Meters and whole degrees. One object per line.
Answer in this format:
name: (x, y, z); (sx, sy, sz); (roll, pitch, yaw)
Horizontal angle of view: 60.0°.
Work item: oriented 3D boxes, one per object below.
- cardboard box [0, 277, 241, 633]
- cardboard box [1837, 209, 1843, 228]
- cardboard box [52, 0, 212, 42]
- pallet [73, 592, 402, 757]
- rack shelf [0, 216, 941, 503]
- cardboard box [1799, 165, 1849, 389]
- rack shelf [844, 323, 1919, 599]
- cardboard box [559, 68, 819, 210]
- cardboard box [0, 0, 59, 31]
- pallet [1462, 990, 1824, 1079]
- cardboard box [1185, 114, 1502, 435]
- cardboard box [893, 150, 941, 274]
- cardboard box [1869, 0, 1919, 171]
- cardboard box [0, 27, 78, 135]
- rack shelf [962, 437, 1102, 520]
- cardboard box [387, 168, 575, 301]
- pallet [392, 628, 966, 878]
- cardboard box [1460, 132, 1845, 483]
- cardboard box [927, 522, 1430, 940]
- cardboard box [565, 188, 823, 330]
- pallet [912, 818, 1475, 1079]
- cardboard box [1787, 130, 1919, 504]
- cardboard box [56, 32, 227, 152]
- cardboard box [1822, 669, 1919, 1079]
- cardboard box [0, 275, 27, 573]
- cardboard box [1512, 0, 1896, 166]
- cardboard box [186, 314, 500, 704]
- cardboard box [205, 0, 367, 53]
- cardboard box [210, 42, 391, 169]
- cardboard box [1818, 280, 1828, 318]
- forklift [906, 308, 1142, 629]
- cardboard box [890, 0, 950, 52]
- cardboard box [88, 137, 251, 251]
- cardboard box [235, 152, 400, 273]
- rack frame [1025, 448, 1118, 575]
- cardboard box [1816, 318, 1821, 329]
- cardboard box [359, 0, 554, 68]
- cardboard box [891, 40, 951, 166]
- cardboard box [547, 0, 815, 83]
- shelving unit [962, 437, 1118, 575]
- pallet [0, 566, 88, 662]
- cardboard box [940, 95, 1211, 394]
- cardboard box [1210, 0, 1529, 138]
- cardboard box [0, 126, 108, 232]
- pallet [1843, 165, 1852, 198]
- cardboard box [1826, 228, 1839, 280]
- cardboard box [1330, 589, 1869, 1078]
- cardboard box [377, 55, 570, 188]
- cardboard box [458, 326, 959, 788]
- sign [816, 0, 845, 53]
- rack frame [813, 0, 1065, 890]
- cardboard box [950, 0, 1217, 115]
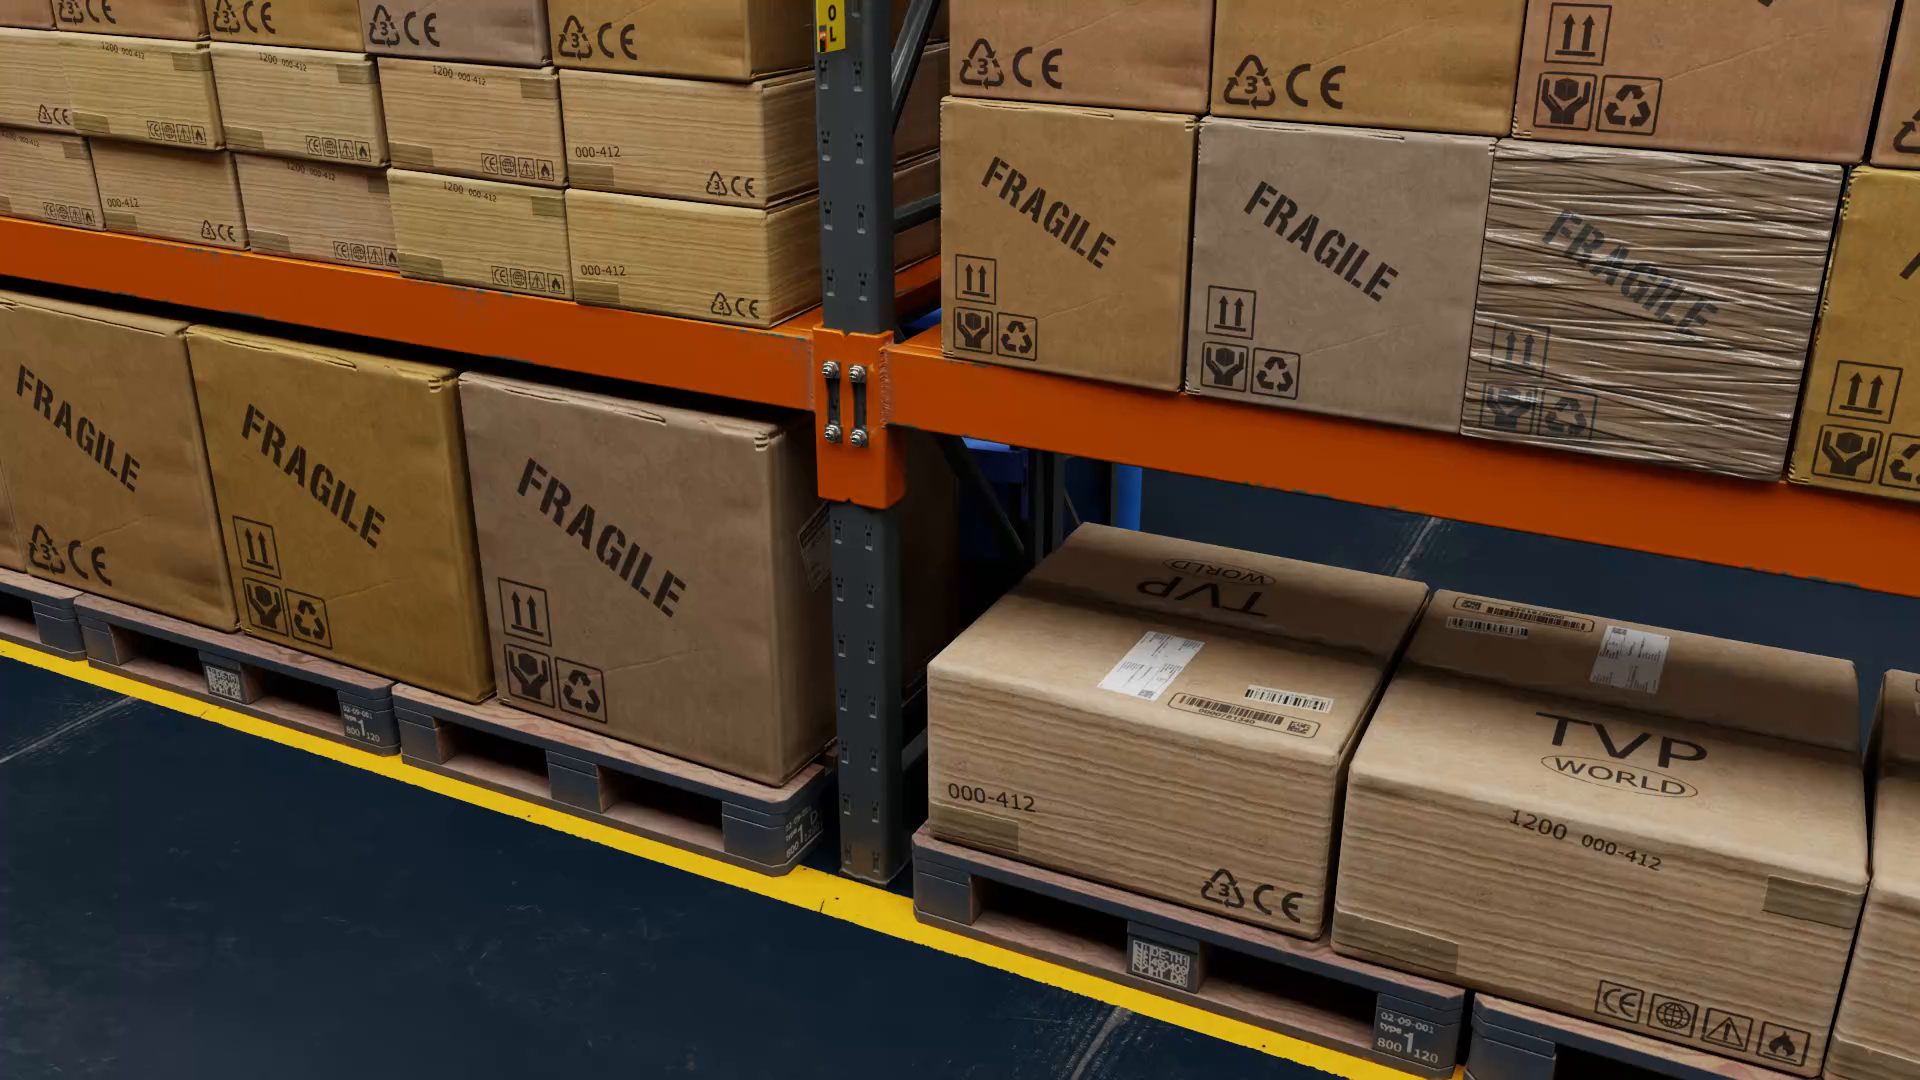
cardboard box: (-2.198, -0.368, 4.962); (0.875, 0.875, 0.875); (12, 26, 25)
cardboard box: (3.947, -1.400, 7.554); (0.250, 0.149, 0.380); (11, 26, 25)
cardboard box: (-1.890, -1.525, 4.098); (0.500, 0.500, 0.500); (12, 26, 25)
pallet: (-1.817, 0.202, 5.006); (1.213, 0.211, 1.003); (11, 25, 25)
rack shelf: (-1.786, -0.779, 4.667); (4.000, 0.370, 1.077); (11, 25, 25)
cardboard box: (1.445, -0.637, 3.288); (0.500, 0.500, 0.500); (11, 25, 24)
rack shelf: (1.784, -0.072, 3.006); (4.000, 0.370, 1.077); (11, 25, 25)
cardboard box: (-0.504, -0.910, 3.611); (0.500, 0.250, 0.500); (11, 25, 24)
cardboard box: (-2.339, -1.615, 4.310); (0.500, 0.500, 0.500); (12, 26, 26)
pallet: (1.735, 0.903, 3.356); (1.213, 0.211, 1.003); (11, 25, 25)
cardboard box: (0.747, -0.538, 3.054); (0.500, 0.500, 0.500); (11, 26, 25)
cardboard box: (-0.275, -0.857, 4.125); (0.500, 0.250, 0.500); (11, 25, 23)
cardboard box: (1.663, -0.818, 2.436); (0.500, 0.500, 0.500); (11, 25, 24)
cardboard box: (-2.330, -1.264, 4.442); (0.500, 0.250, 0.500); (11, 25, 24)
rack shelf: (-0.130, -0.247, 4.757); (1.000, 0.185, 0.538); (8, 14, 29)
cardboard box: (-0.969, -0.769, 3.917); (0.500, 0.250, 0.500); (11, 25, 24)
pallet: (-0.724, 0.417, 4.500); (1.213, 0.211, 1.003); (11, 25, 25)
cardboard box: (1.188, -0.448, 2.842); (0.500, 0.500, 0.500); (11, 26, 25)
cardboard box: (0.511, 0.378, 3.766); (0.875, 0.438, 0.875); (11, 25, 24)
cardboard box: (-0.515, -0.679, 3.705); (0.500, 0.250, 0.500); (11, 25, 23)
pallet: (0.642, 0.688, 3.862); (1.213, 0.211, 1.003); (11, 25, 25)
cardboard box: (1.647, -0.357, 2.628); (0.500, 0.500, 0.500); (12, 26, 26)
cardboard box: (-1.883, -1.170, 4.221); (0.500, 0.250, 0.500); (12, 26, 25)
cardboard box: (2.114, 0.695, 3.019); (0.875, 0.438, 0.875); (12, 26, 26)
cardboard box: (-2.992, -0.527, 5.335); (0.875, 0.875, 0.875); (11, 25, 24)
cardboard box: (1.215, -0.908, 2.647); (0.500, 0.500, 0.500); (12, 26, 26)
cardboard box: (-1.400, -0.210, 4.590); (0.875, 0.875, 0.875); (12, 26, 26)
cardboard box: (-1.422, -1.439, 3.895); (0.500, 0.500, 0.500); (12, 26, 26)
cardboard box: (-1.419, -1.085, 4.022); (0.500, 0.250, 0.500); (12, 26, 26)
cardboard box: (3.701, -1.077, 7.176); (0.250, 0.149, 0.380); (11, 26, 25)
forklift: (-0.016, -1.595, 5.756); (1.130, 2.935, 3.031); (-1, 23, -1)
cardboard box: (-0.264, -1.441, 3.899); (0.500, 0.500, 0.500); (12, 26, 25)
cardboard box: (-1.874, -0.954, 4.353); (0.500, 0.250, 0.500); (11, 25, 25)
cardboard box: (-1.411, -0.865, 4.142); (0.500, 0.250, 0.500); (10, 25, 23)
rack frame: (0.311, -0.364, 4.469); (0.032, 1.500, 0.500); (8, 14, 29)
cardboard box: (3.767, -0.973, 7.312); (0.250, 0.149, 0.380); (12, 26, 26)
cardboard box: (-0.978, -1.343, 3.669); (0.500, 0.500, 0.500); (12, 26, 26)
cardboard box: (-0.267, -1.094, 4.042); (0.500, 0.250, 0.500); (10, 25, 23)
cardboard box: (-0.513, -1.254, 3.460); (0.500, 0.500, 0.500); (12, 26, 26)
shelving unit: (-0.129, -0.423, 4.717); (1.048, 1.500, 0.538); (8, 14, 29)
pallet: (-2.901, -0.014, 5.513); (1.213, 0.211, 1.003); (11, 25, 25)
cardboard box: (0.300, -0.628, 3.266); (0.500, 0.500, 0.500); (12, 26, 26)
cardboard box: (0.762, -1.003, 2.869); (0.500, 0.500, 0.500); (11, 25, 24)
cardboard box: (-2.316, -1.040, 4.555); (0.500, 0.250, 0.500); (12, 26, 26)
pallet: (6.206, -2.558, 11.495); (1.213, 0.211, 1.003); (11, 25, 25)
cardboard box: (3.739, -1.240, 7.179); (0.250, 0.149, 0.380); (11, 26, 25)
cardboard box: (1.310, 0.536, 3.395); (0.875, 0.438, 0.875); (10, 25, 23)
cardboard box: (-0.954, -0.996, 3.812); (0.500, 0.250, 0.500); (12, 26, 26)
cardboard box: (-0.591, -0.053, 4.221); (0.875, 0.875, 0.875); (12, 26, 26)
sign: (-0.237, -1.062, 3.035); (0.005, 0.325, 0.100); (11, 25, 25)
rack frame: (-0.001, -0.756, 3.696); (0.127, 3.000, 1.000); (11, 25, 25)
cardboard box: (0.315, -1.094, 3.084); (0.500, 0.500, 0.500); (11, 26, 25)
